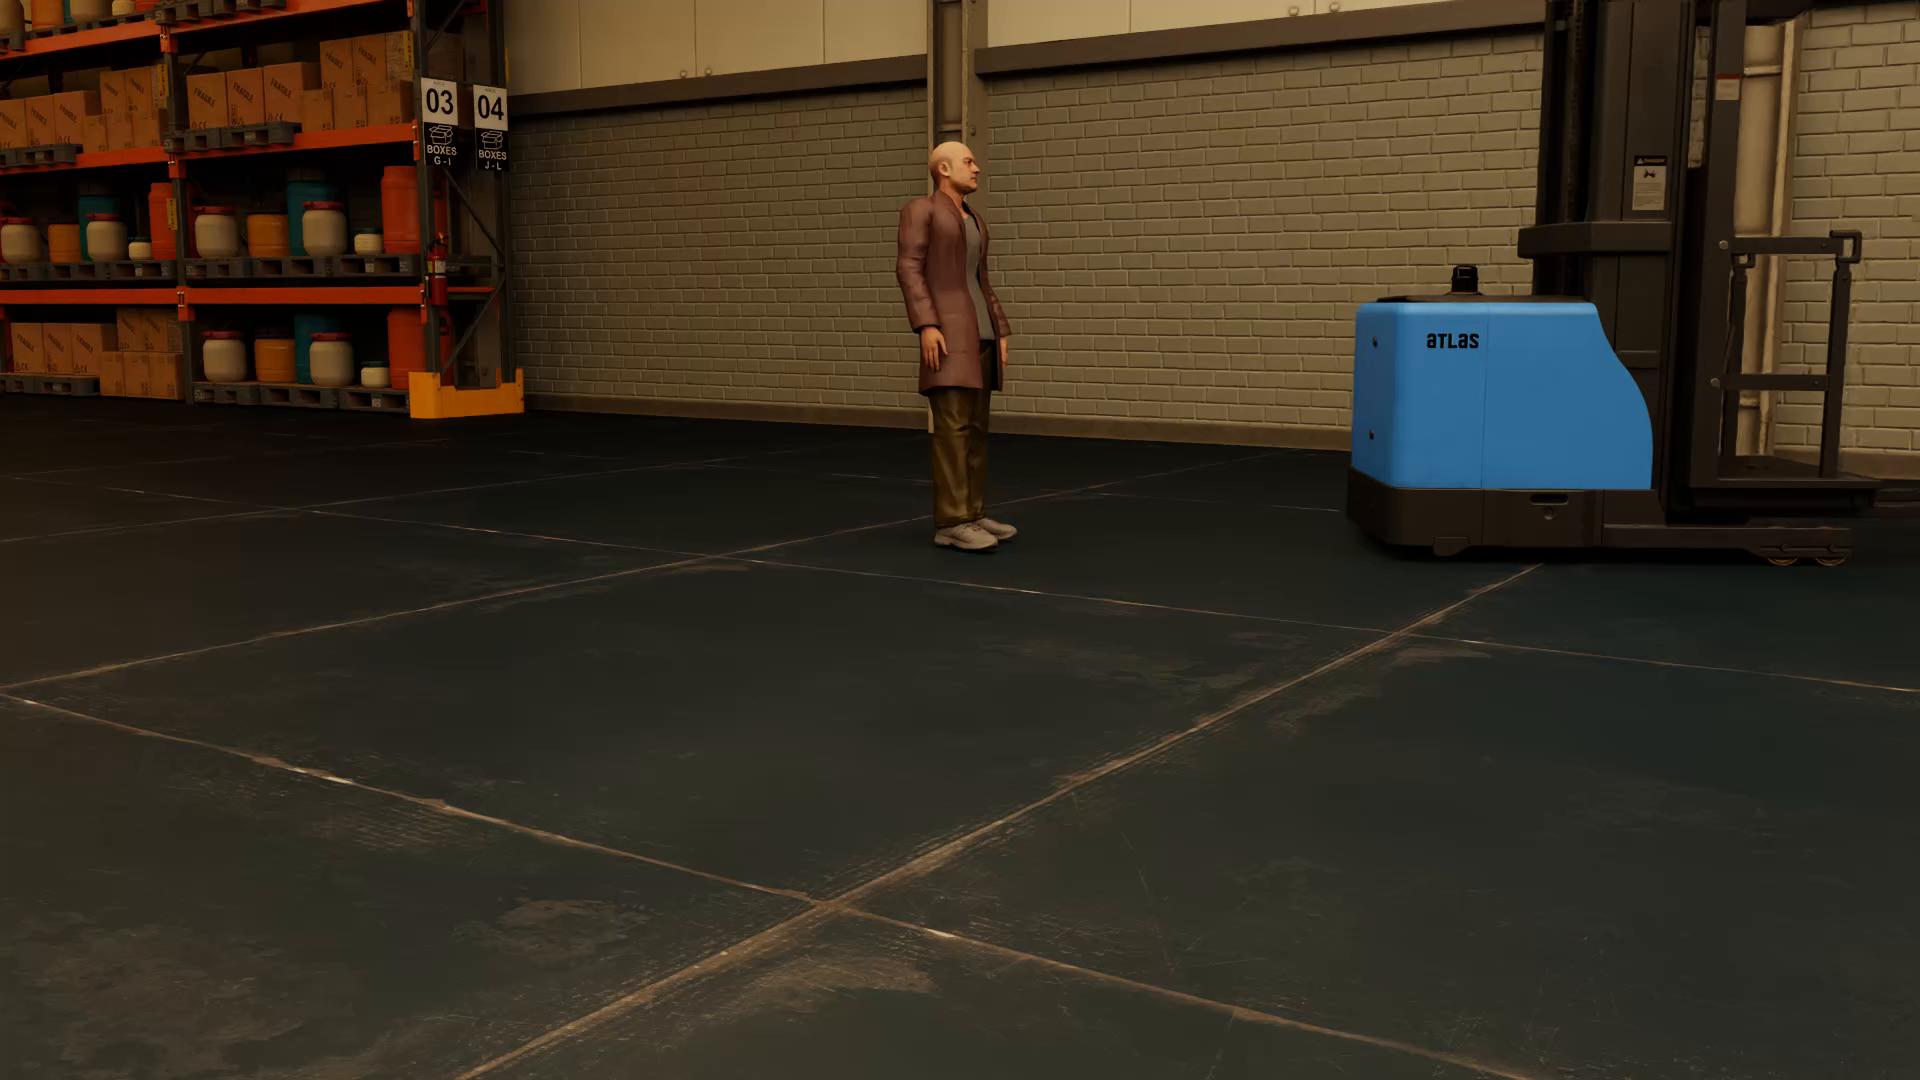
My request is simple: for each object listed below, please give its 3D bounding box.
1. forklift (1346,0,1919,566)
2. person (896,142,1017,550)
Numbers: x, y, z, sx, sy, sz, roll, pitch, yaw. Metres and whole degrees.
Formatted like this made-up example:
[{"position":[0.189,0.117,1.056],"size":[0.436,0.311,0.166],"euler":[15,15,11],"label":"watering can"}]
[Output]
[{"position":[3.322,-1.420,7.178],"size":[3.031,2.935,1.130],"euler":[0,8,2],"label":"forklift"},{"position":[0.074,-0.880,7.423],"size":[0.579,1.778,0.696],"euler":[5,10,34],"label":"person"}]
